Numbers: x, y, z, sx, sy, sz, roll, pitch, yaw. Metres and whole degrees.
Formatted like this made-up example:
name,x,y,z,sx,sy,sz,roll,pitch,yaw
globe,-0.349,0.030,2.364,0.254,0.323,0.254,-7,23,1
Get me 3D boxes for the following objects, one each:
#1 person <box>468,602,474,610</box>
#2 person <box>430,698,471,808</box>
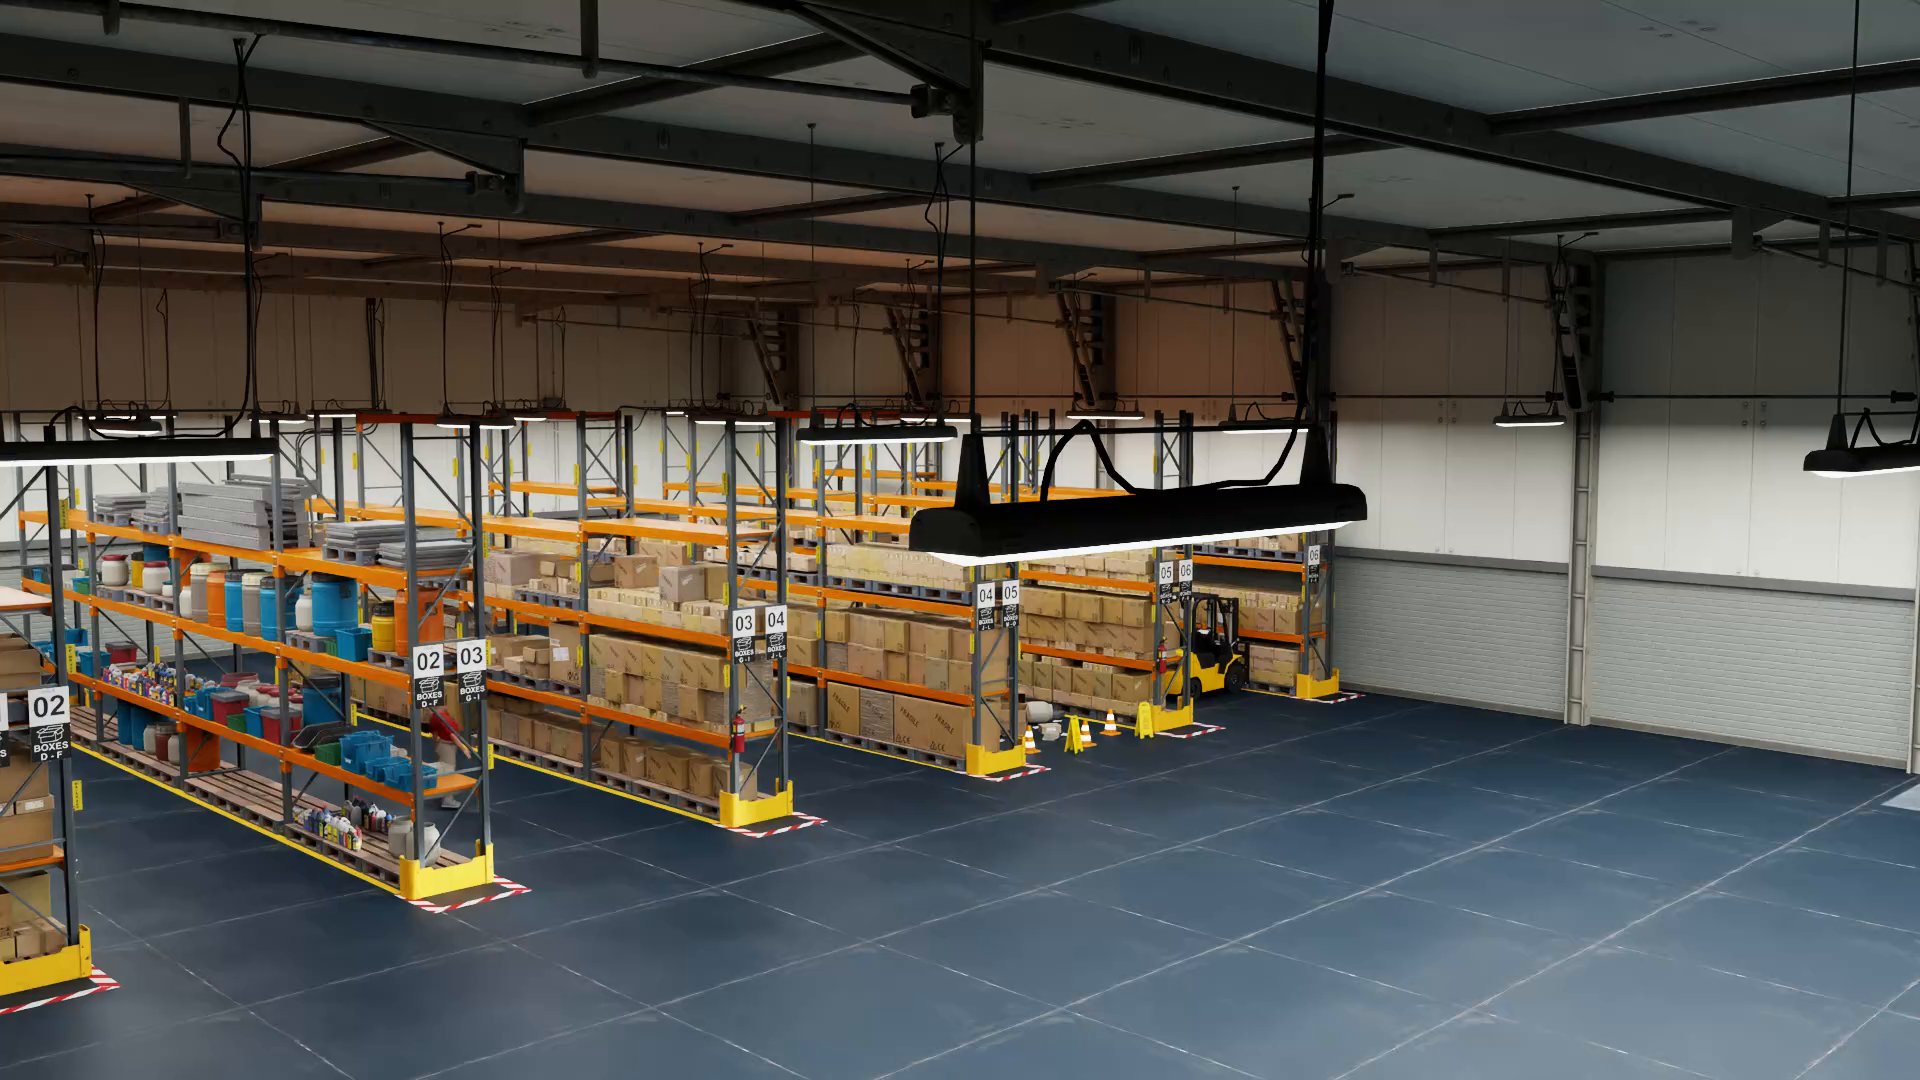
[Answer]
name,x,y,z,sx,sy,sz,roll,pitch,yaw
person,-12.732,1.768,43.258,0.592,1.647,0.478,-3,6,-31
person,-7.832,3.273,25.589,0.585,1.761,0.626,-2,5,-18
